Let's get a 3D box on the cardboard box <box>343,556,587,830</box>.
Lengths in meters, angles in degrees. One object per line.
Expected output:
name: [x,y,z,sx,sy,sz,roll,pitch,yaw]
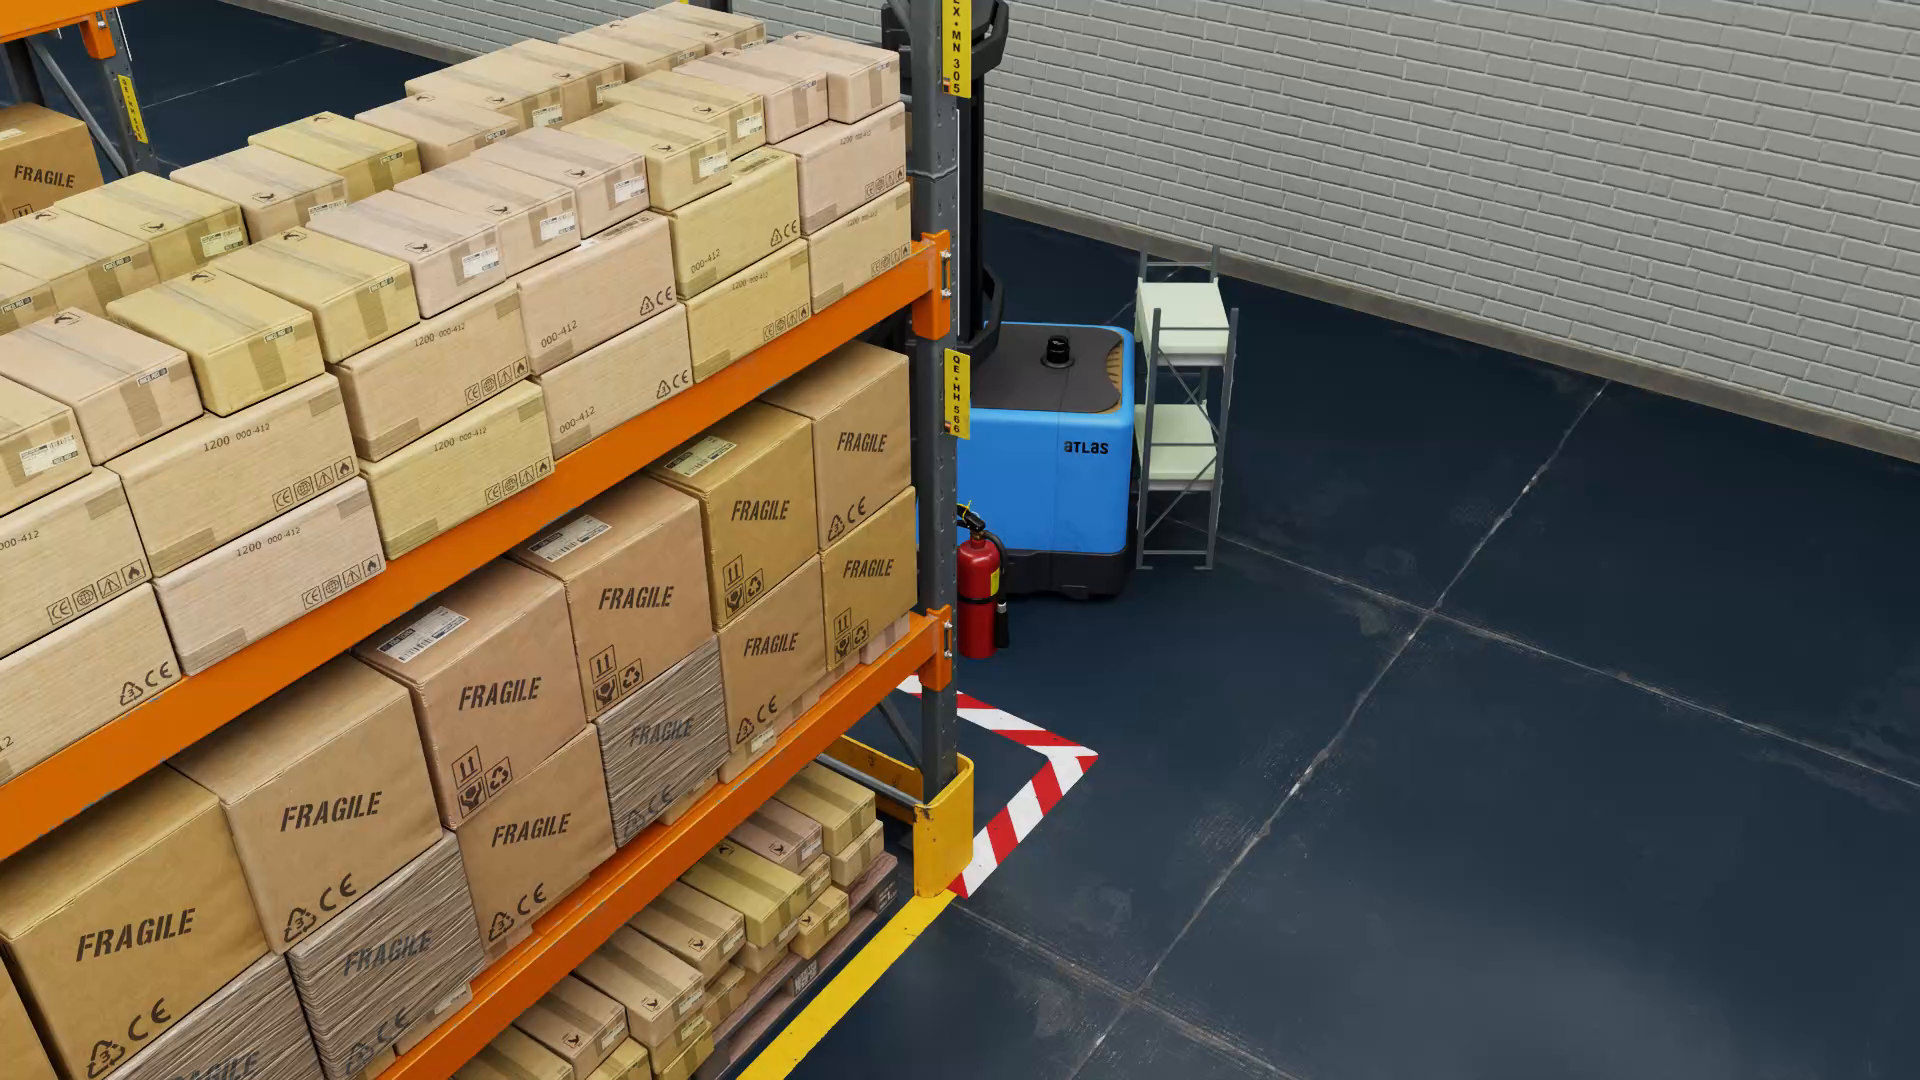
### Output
cardboard box: [-1.388,0.360,4.468,0.500,0.500,0.500,20,39,27]

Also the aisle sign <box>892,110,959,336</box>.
aisle sign: [-0.166,-1.085,5.532,0.394,0.787,0.004,21,39,28]

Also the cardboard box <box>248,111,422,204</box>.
cardboard box: [-1.629,-0.979,4.349,0.380,0.149,0.250,23,40,30]

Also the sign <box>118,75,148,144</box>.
sign: [-4.033,-2.099,8.107,0.100,0.325,0.005,21,39,28]

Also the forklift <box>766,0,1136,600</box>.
forklift: [-0.626,-1.248,8.154,3.031,2.935,1.130,3,34,5]

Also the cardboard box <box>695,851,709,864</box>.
cardboard box: [-1.098,1.222,6.611,0.380,0.149,0.250,21,39,28]

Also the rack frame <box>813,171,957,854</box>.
rack frame: [-0.454,-0.071,6.352,1.000,3.000,0.127,21,39,28]

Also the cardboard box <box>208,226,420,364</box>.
cardboard box: [-1.443,-0.553,3.720,0.380,0.149,0.250,20,39,27]

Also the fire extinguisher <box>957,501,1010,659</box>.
fire extinguisher: [0.069,0.147,6.432,0.296,0.674,0.183,21,39,28]

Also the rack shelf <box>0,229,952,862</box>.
rack shelf: [-1.595,-0.095,4.352,1.077,0.370,4.000,21,39,28]

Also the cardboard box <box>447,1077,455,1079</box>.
cardboard box: [-1.629,1.828,5.183,0.380,0.149,0.250,20,39,26]

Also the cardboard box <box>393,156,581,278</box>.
cardboard box: [-1.159,-0.797,4.081,0.380,0.149,0.250,22,40,29]

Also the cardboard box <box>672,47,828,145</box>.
cardboard box: [-0.606,-1.287,4.806,0.380,0.149,0.250,22,40,29]

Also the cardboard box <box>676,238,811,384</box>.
cardboard box: [-0.781,-0.720,4.769,0.500,0.250,0.500,21,39,28]

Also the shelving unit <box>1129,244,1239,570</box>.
shelving unit: [1.120,-0.676,8.586,0.431,1.500,0.755,0,34,0]

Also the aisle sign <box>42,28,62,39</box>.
aisle sign: [-4.677,-2.907,8.226,0.394,0.787,0.004,21,39,28]

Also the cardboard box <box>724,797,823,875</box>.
cardboard box: [-0.738,1.112,6.243,0.380,0.149,0.250,22,40,29]

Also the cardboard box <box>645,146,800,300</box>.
cardboard box: [-0.798,-0.929,4.632,0.500,0.250,0.500,20,39,27]

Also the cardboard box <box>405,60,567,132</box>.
cardboard box: [-1.340,-1.222,4.709,0.380,0.149,0.250,22,40,29]

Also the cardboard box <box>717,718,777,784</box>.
cardboard box: [-0.838,0.621,5.553,0.380,0.149,0.250,22,40,29]

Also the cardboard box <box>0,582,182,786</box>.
cardboard box: [-1.976,0.228,3.368,0.500,0.250,0.500,21,39,27]

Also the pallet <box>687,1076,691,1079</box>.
pallet: [-1.686,2.041,5.719,1.003,0.211,1.213,21,39,28]

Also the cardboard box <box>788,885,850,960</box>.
cardboard box: [-0.646,1.396,6.354,0.380,0.149,0.250,23,40,30]

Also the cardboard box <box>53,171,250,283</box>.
cardboard box: [-1.937,-0.740,3.997,0.380,0.149,0.250,21,39,27]

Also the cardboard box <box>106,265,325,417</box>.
cardboard box: [-1.581,-0.428,3.536,0.380,0.149,0.250,23,41,30]

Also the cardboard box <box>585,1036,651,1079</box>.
cardboard box: [-1.262,1.741,5.577,0.380,0.149,0.250,23,41,30]

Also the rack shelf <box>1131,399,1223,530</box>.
rack shelf: [1.120,-0.406,8.769,0.431,0.370,0.720,0,34,0]

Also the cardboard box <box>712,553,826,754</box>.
cardboard box: [-0.797,0.289,5.466,0.500,0.500,0.500,21,39,27]

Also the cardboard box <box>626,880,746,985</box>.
cardboard box: [-0.981,1.371,5.860,0.380,0.149,0.250,20,39,26]

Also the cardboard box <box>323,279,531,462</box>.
cardboard box: [-1.390,-0.466,3.947,0.500,0.250,0.500,19,39,26]

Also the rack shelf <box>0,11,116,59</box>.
rack shelf: [-5.612,-1.725,6.764,1.077,0.370,4.000,21,39,28]

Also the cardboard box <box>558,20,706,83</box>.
cardboard box: [-0.986,-1.435,5.024,0.380,0.149,0.250,23,40,30]

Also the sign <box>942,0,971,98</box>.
sign: [-0.010,-1.493,4.988,0.100,0.325,0.005,21,39,28]

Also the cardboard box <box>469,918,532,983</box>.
cardboard box: [-1.479,1.089,4.862,0.380,0.149,0.250,23,40,30]

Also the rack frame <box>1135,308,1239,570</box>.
rack frame: [1.117,-0.471,8.283,0.400,1.500,0.023,0,34,0]

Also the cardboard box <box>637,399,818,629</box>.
cardboard box: [-0.800,-0.126,5.187,0.500,0.500,0.500,20,39,27]

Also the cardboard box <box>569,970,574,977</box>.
cardboard box: [-1.542,1.457,5.998,0.380,0.149,0.250,19,39,26]

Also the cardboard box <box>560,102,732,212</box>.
cardboard box: [-0.831,-1.020,4.410,0.380,0.149,0.250,22,40,29]

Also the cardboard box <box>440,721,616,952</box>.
cardboard box: [-1.371,0.752,4.781,0.500,0.500,0.500,23,41,30]

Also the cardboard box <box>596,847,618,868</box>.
cardboard box: [-1.215,0.838,5.232,0.380,0.149,0.250,20,39,26]

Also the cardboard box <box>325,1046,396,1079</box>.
cardboard box: [-1.752,1.348,4.479,0.380,0.149,0.250,22,40,29]

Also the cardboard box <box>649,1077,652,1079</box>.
cardboard box: [-1.264,1.865,5.661,0.380,0.149,0.250,22,40,29]

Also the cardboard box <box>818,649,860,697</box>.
cardboard box: [-0.581,0.376,5.916,0.380,0.149,0.250,21,39,28]

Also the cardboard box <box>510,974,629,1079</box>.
cardboard box: [-1.330,1.598,5.524,0.380,0.149,0.250,20,39,27]

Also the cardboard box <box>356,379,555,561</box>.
cardboard box: [-1.362,-0.245,4.067,0.500,0.250,0.500,23,40,30]

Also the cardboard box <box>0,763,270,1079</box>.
cardboard box: [-1.994,0.818,3.791,0.500,0.500,0.500,20,39,27]

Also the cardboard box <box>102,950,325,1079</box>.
cardboard box: [-1.969,1.228,4.077,0.500,0.500,0.500,21,39,28]

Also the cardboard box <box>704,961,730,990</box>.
cardboard box: [-1.053,1.478,5.967,0.380,0.149,0.250,21,39,28]

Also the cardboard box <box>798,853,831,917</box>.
cardboard box: [-0.714,1.250,6.304,0.380,0.149,0.250,20,39,27]

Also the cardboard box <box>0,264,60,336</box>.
cardboard box: [-2.193,-0.496,3.635,0.380,0.149,0.250,20,39,26]

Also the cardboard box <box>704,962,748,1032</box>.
cardboard box: [-0.998,1.608,6.040,0.380,0.149,0.250,22,40,29]

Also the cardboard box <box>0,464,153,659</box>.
cardboard box: [-1.975,0.010,3.243,0.500,0.250,0.500,21,39,28]
